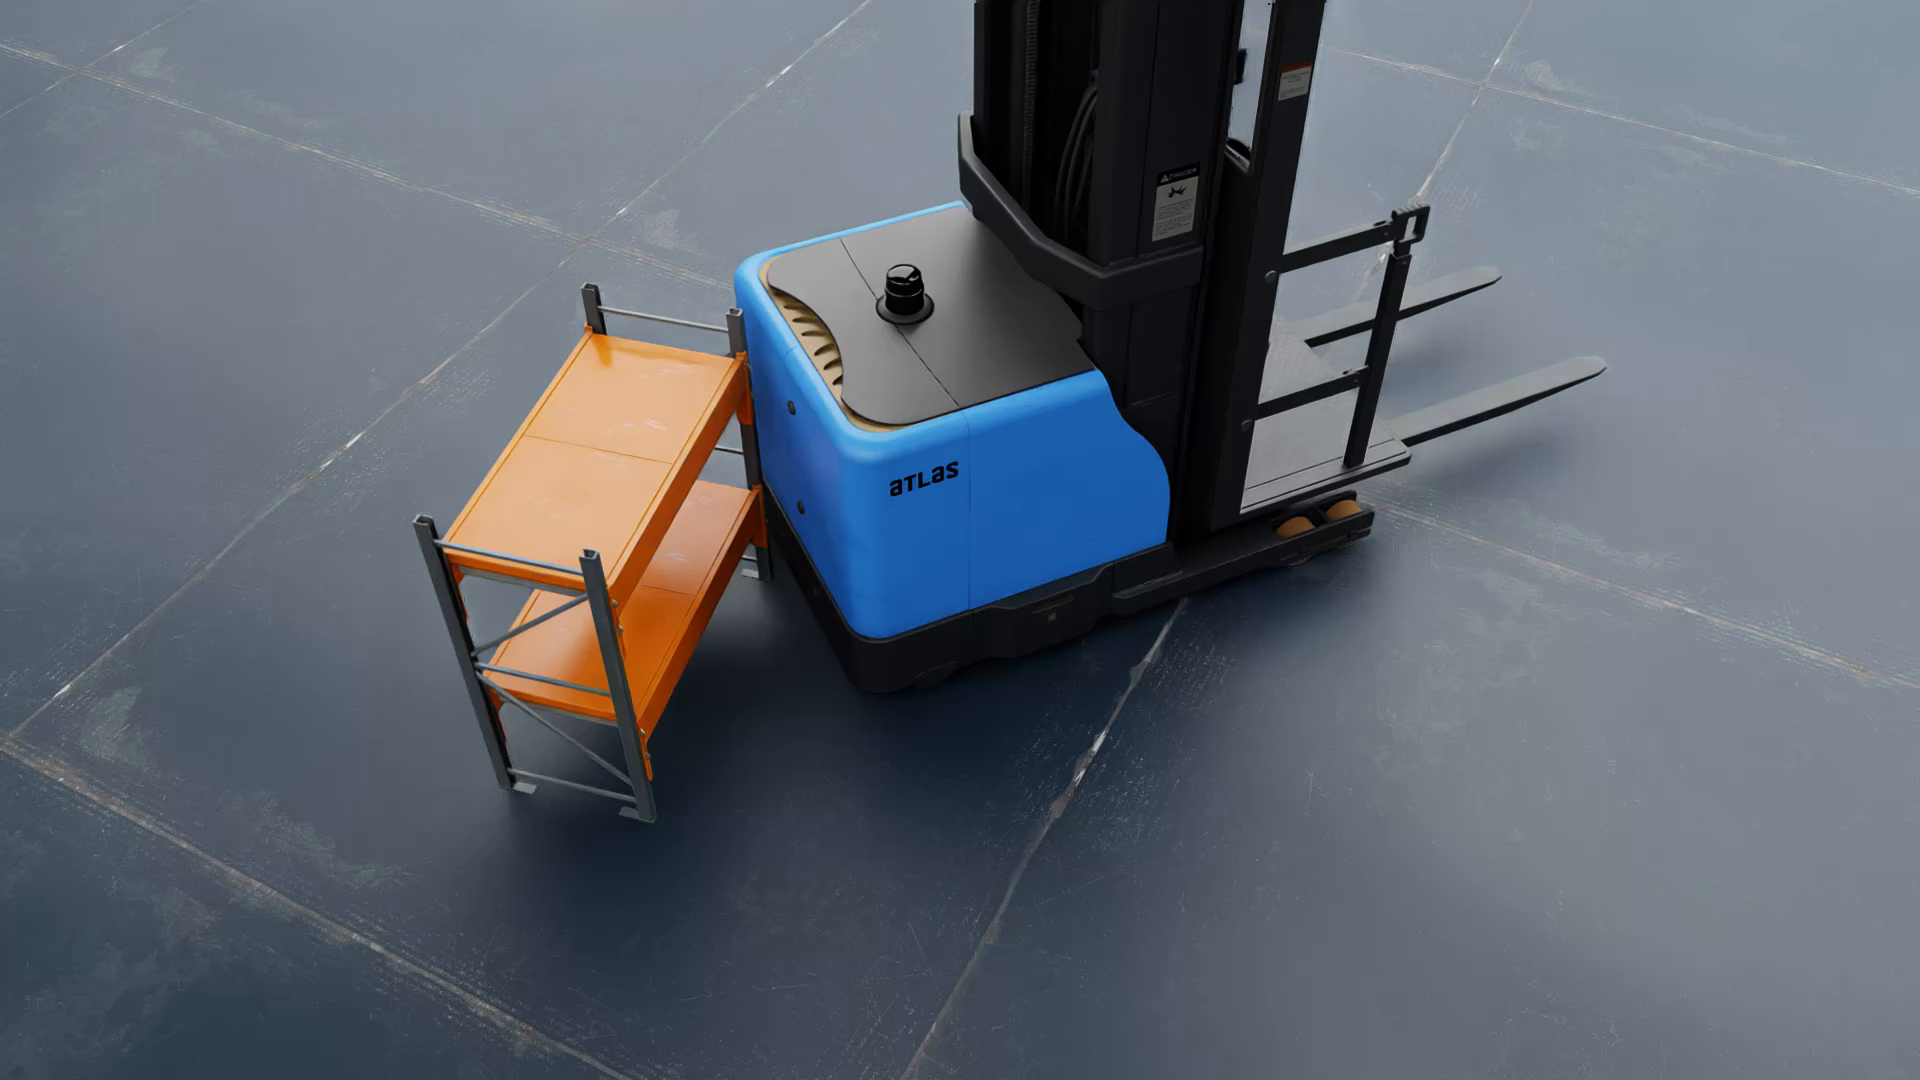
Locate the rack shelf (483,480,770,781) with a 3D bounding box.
[{"bbox_3d":[-1.009,0.210,5.095,0.538,0.278,1.000,11,46,11],"label":"rack shelf"}]

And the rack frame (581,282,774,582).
[{"bbox_3d":[-0.874,-0.311,5.266,0.500,1.125,0.032,11,46,11],"label":"rack frame"}]

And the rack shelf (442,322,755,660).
[{"bbox_3d":[-1.009,-0.168,4.713,0.538,0.278,1.000,11,46,11],"label":"rack shelf"}]

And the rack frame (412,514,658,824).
[{"bbox_3d":[-1.143,0.387,4.577,0.500,1.125,0.032,11,46,11],"label":"rack frame"}]

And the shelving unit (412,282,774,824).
[{"bbox_3d":[-1.009,0.038,4.922,0.538,1.125,1.048,11,46,11],"label":"shelving unit"}]

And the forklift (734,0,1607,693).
[{"bbox_3d":[0.851,-1.270,4.944,3.031,2.935,1.130,-18,48,-17],"label":"forklift"}]
